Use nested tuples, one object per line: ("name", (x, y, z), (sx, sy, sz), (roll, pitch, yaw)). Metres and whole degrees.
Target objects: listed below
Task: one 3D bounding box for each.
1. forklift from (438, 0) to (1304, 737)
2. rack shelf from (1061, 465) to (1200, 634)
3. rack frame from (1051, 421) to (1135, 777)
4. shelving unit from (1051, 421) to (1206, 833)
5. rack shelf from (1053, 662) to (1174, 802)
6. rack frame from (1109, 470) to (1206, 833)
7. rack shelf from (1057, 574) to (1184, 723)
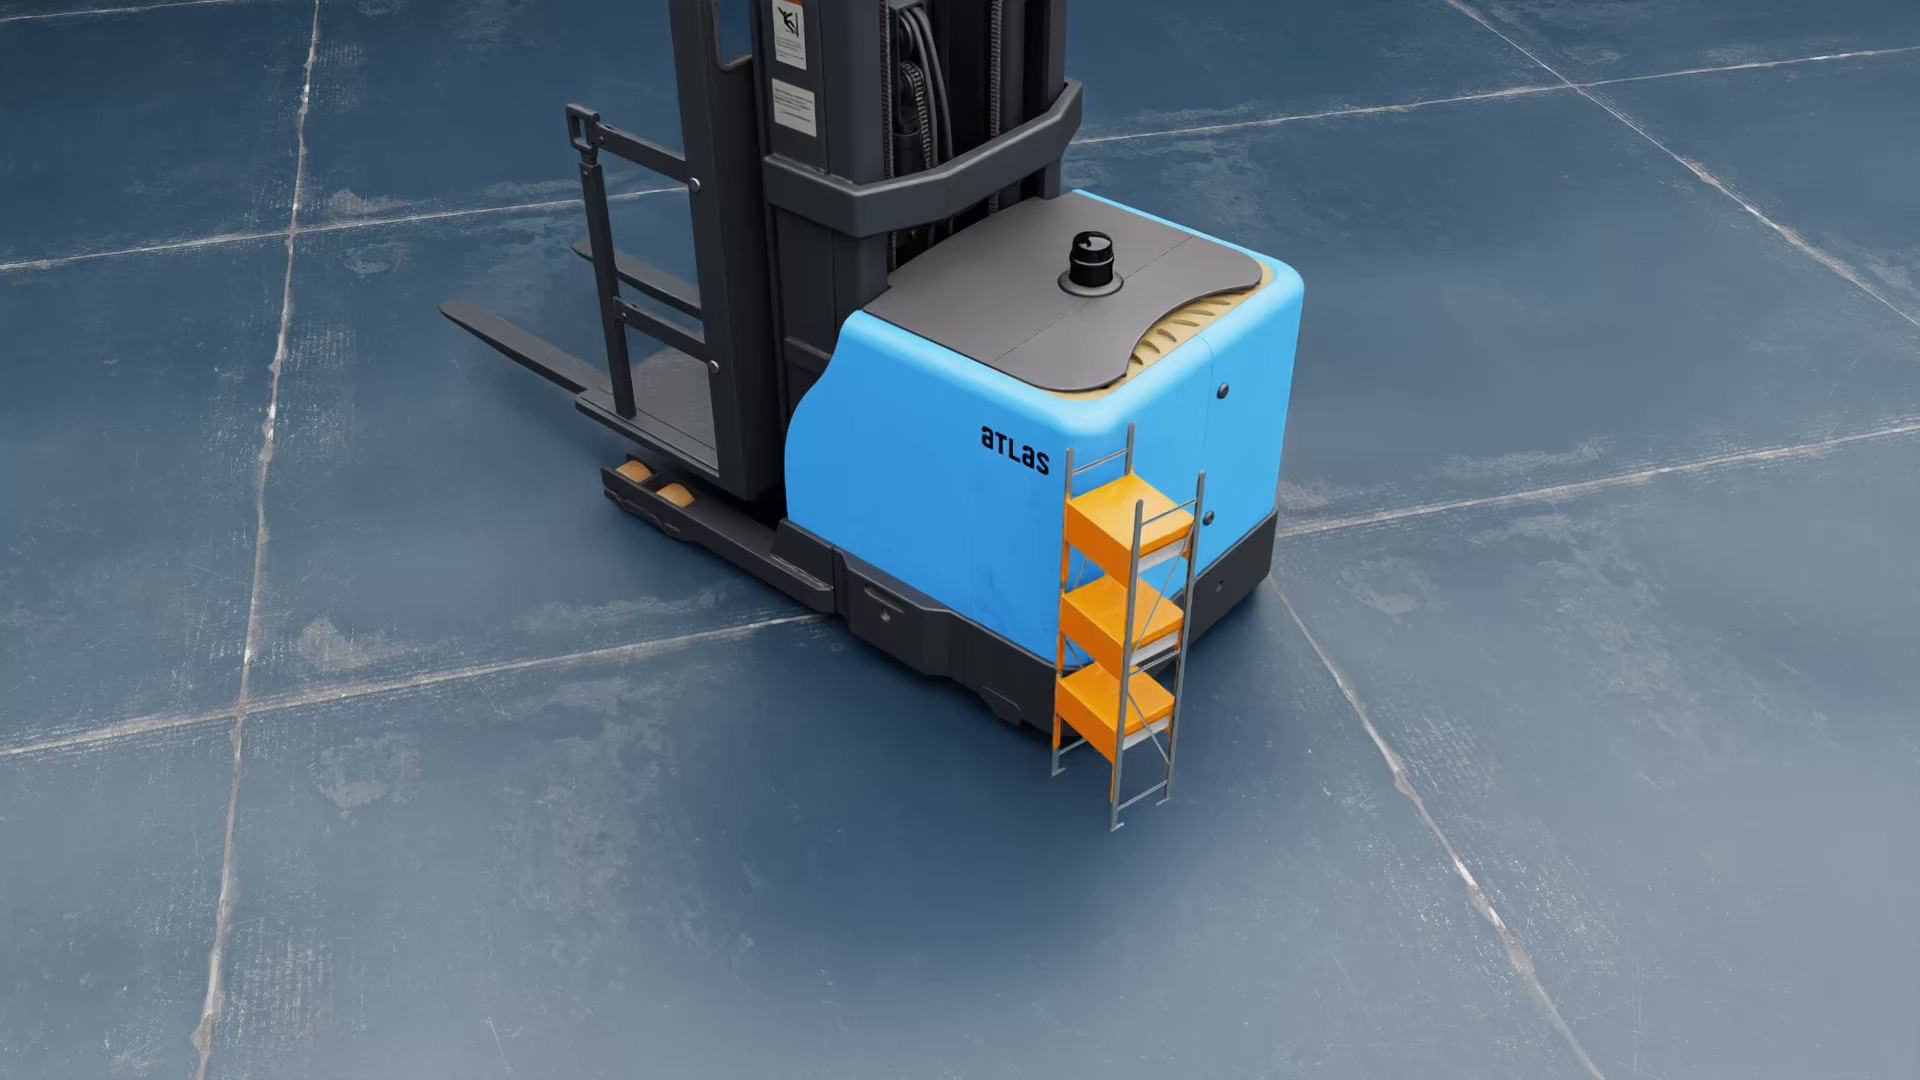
("forklift", (-0.514, -1.392, 4.658), (3.031, 2.935, 1.130), (27, 45, 31))
("rack shelf", (0.397, 0.020, 3.910), (0.215, 0.259, 0.240), (-23, 43, -27))
("rack frame", (0.326, 0.177, 4.155), (0.200, 1.050, 0.008), (-23, 43, -27))
("shelving unit", (0.397, 0.237, 4.076), (0.215, 1.050, 0.252), (-23, 43, -27))
("rack shelf", (0.397, 0.466, 4.251), (0.215, 0.259, 0.240), (-23, 43, -27))
("rack frame", (0.468, 0.298, 3.997), (0.200, 1.050, 0.008), (-23, 43, -27))
("rack shelf", (0.397, 0.246, 4.082), (0.215, 0.259, 0.240), (-23, 43, -27))
